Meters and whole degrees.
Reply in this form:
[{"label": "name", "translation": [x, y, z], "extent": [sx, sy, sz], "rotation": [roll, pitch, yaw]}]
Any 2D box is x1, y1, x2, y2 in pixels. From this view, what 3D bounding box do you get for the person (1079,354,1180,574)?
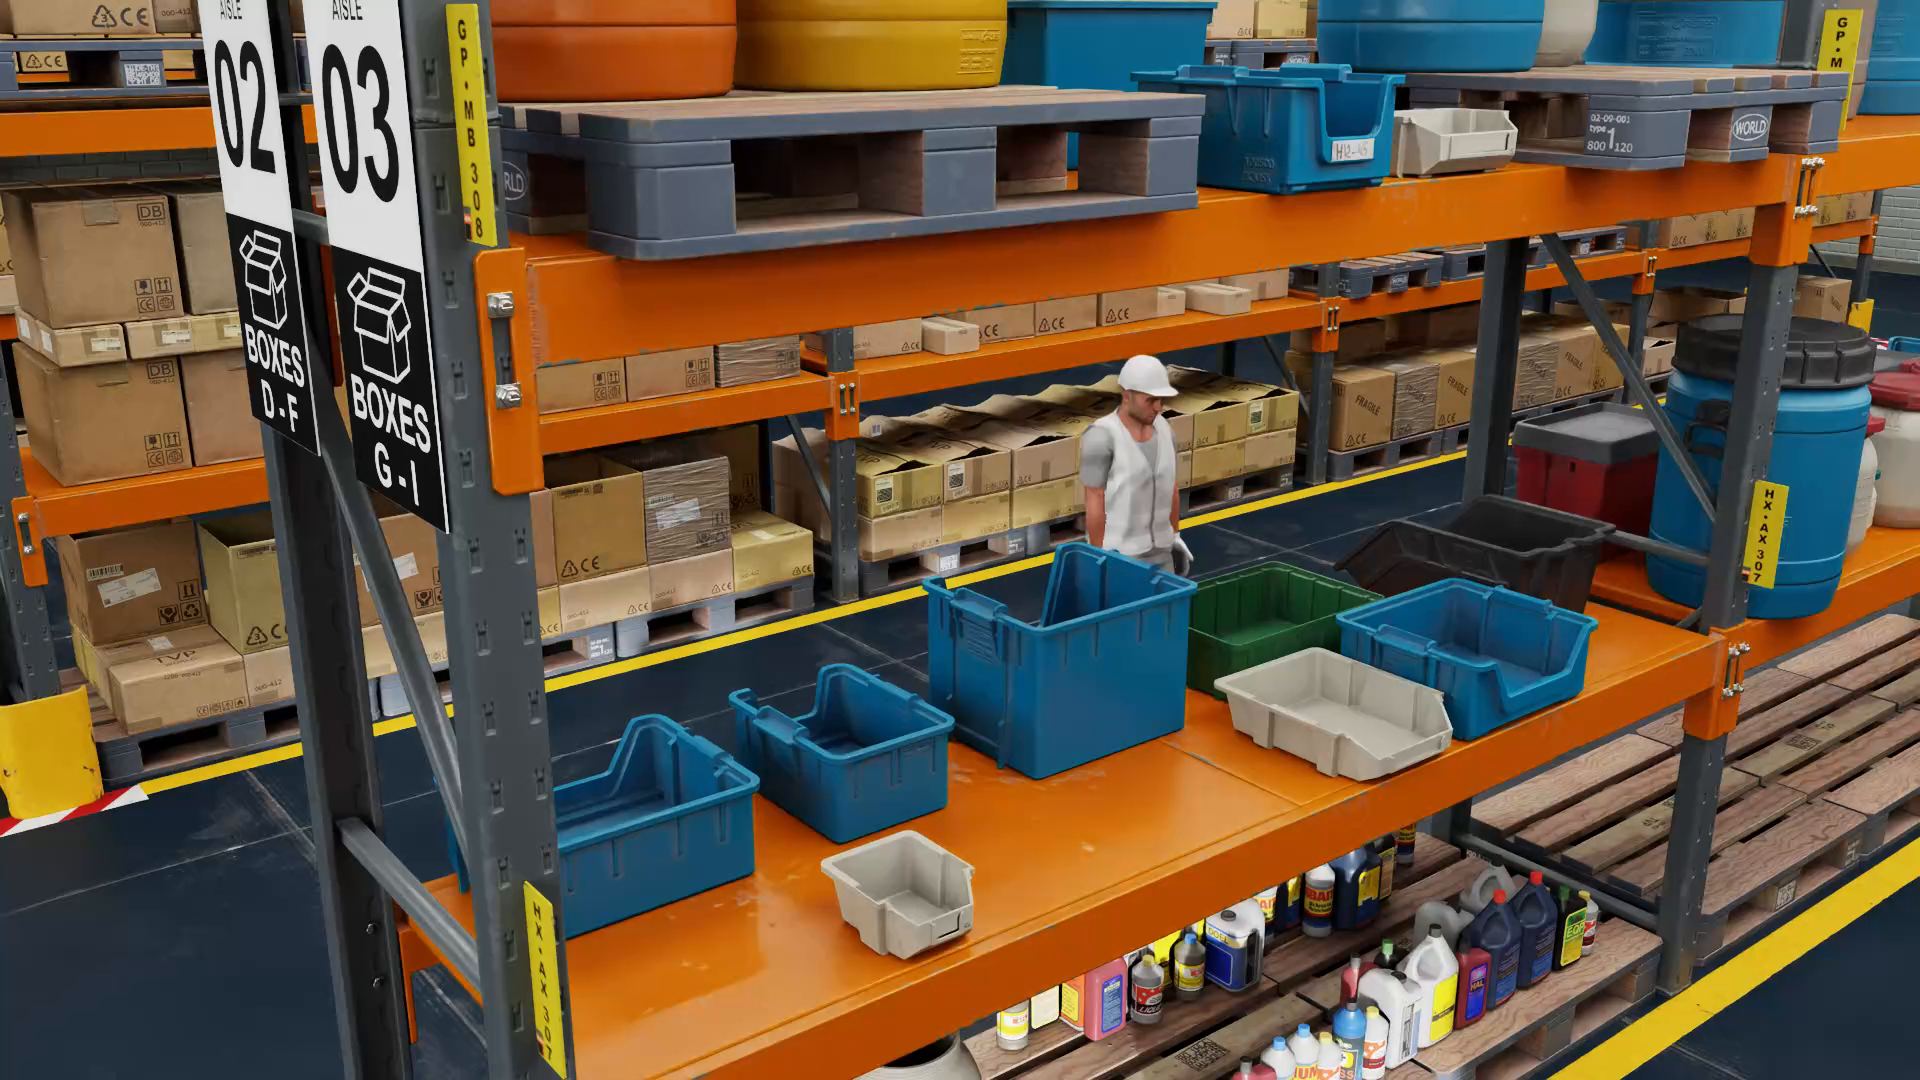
[{"label": "person", "translation": [0.771, 0.059, 7.341], "extent": [0.528, 1.776, 0.358], "rotation": [-13, 22, -35]}]
